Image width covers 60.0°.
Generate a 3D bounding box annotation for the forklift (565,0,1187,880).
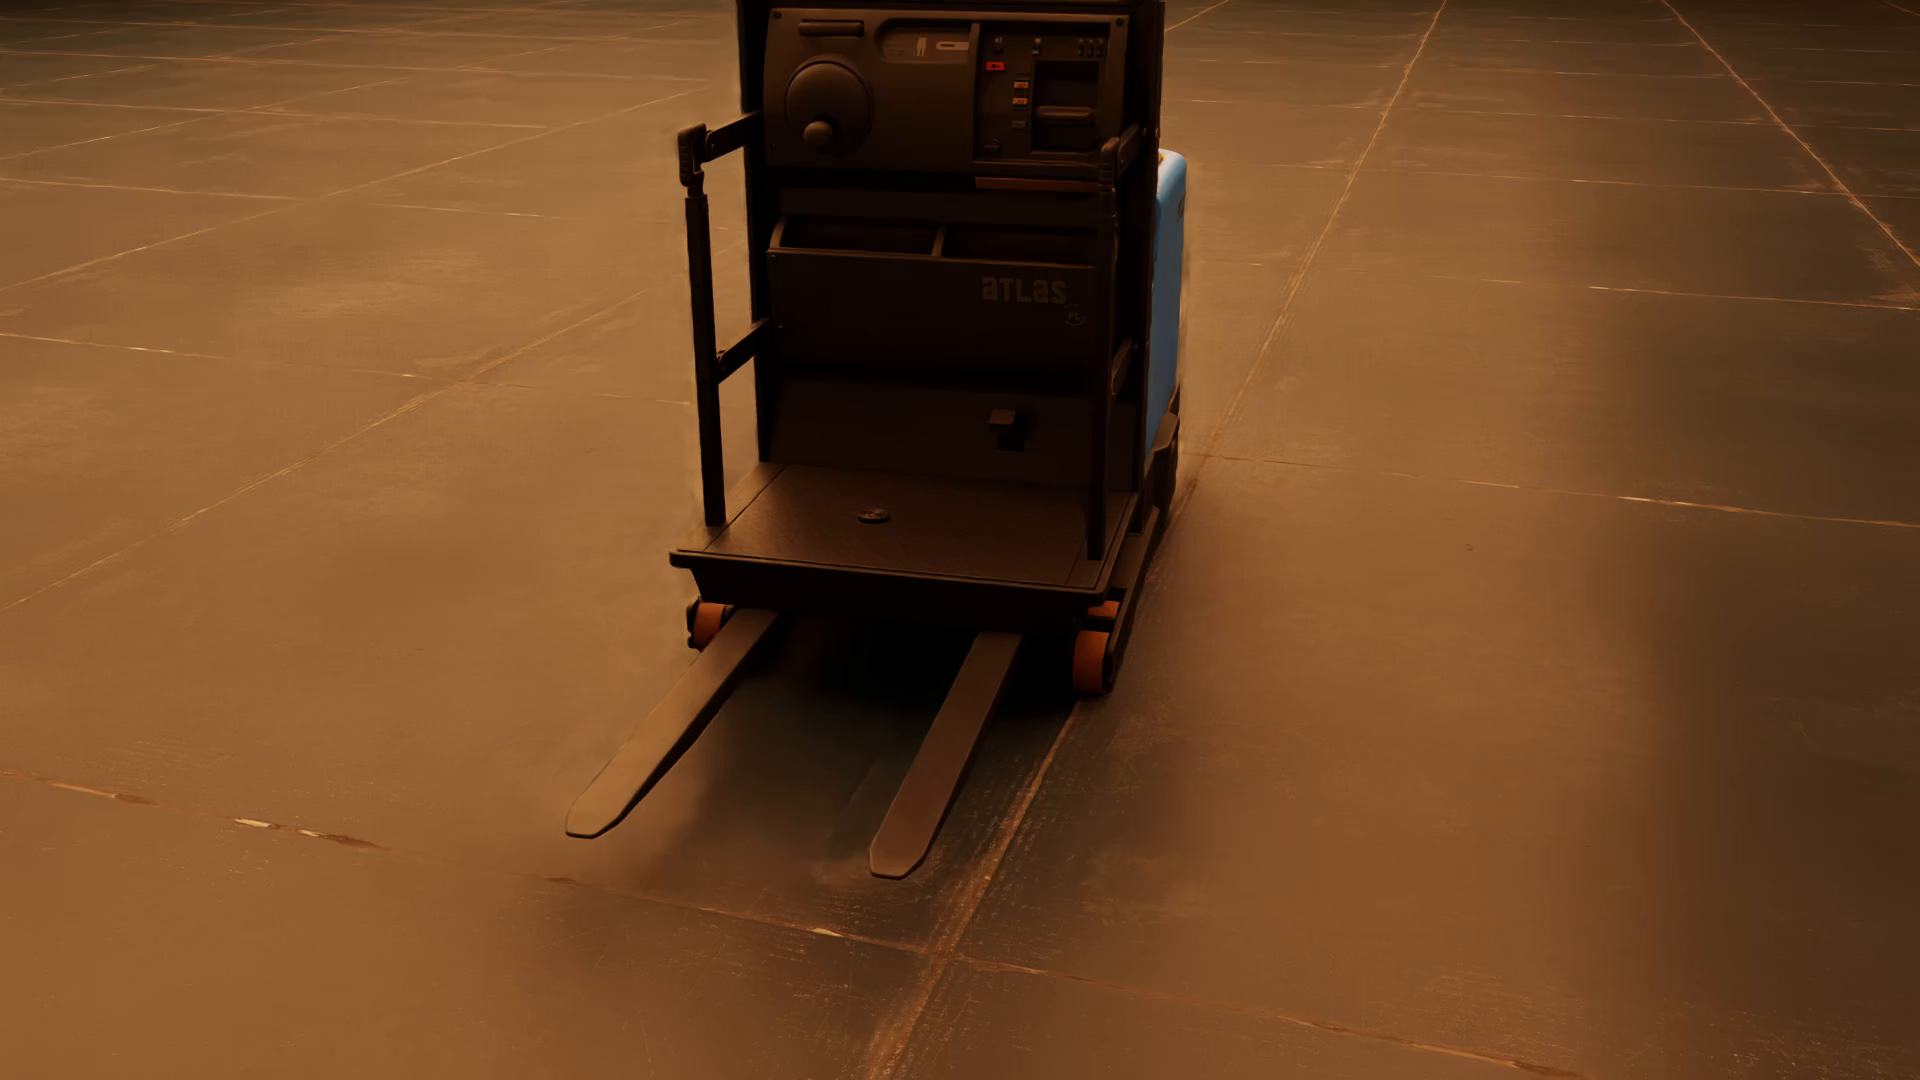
[{"bbox_3d":[-0.089,-1.122,3.998,1.130,2.935,3.031,5,23,12],"label":"forklift"}]
